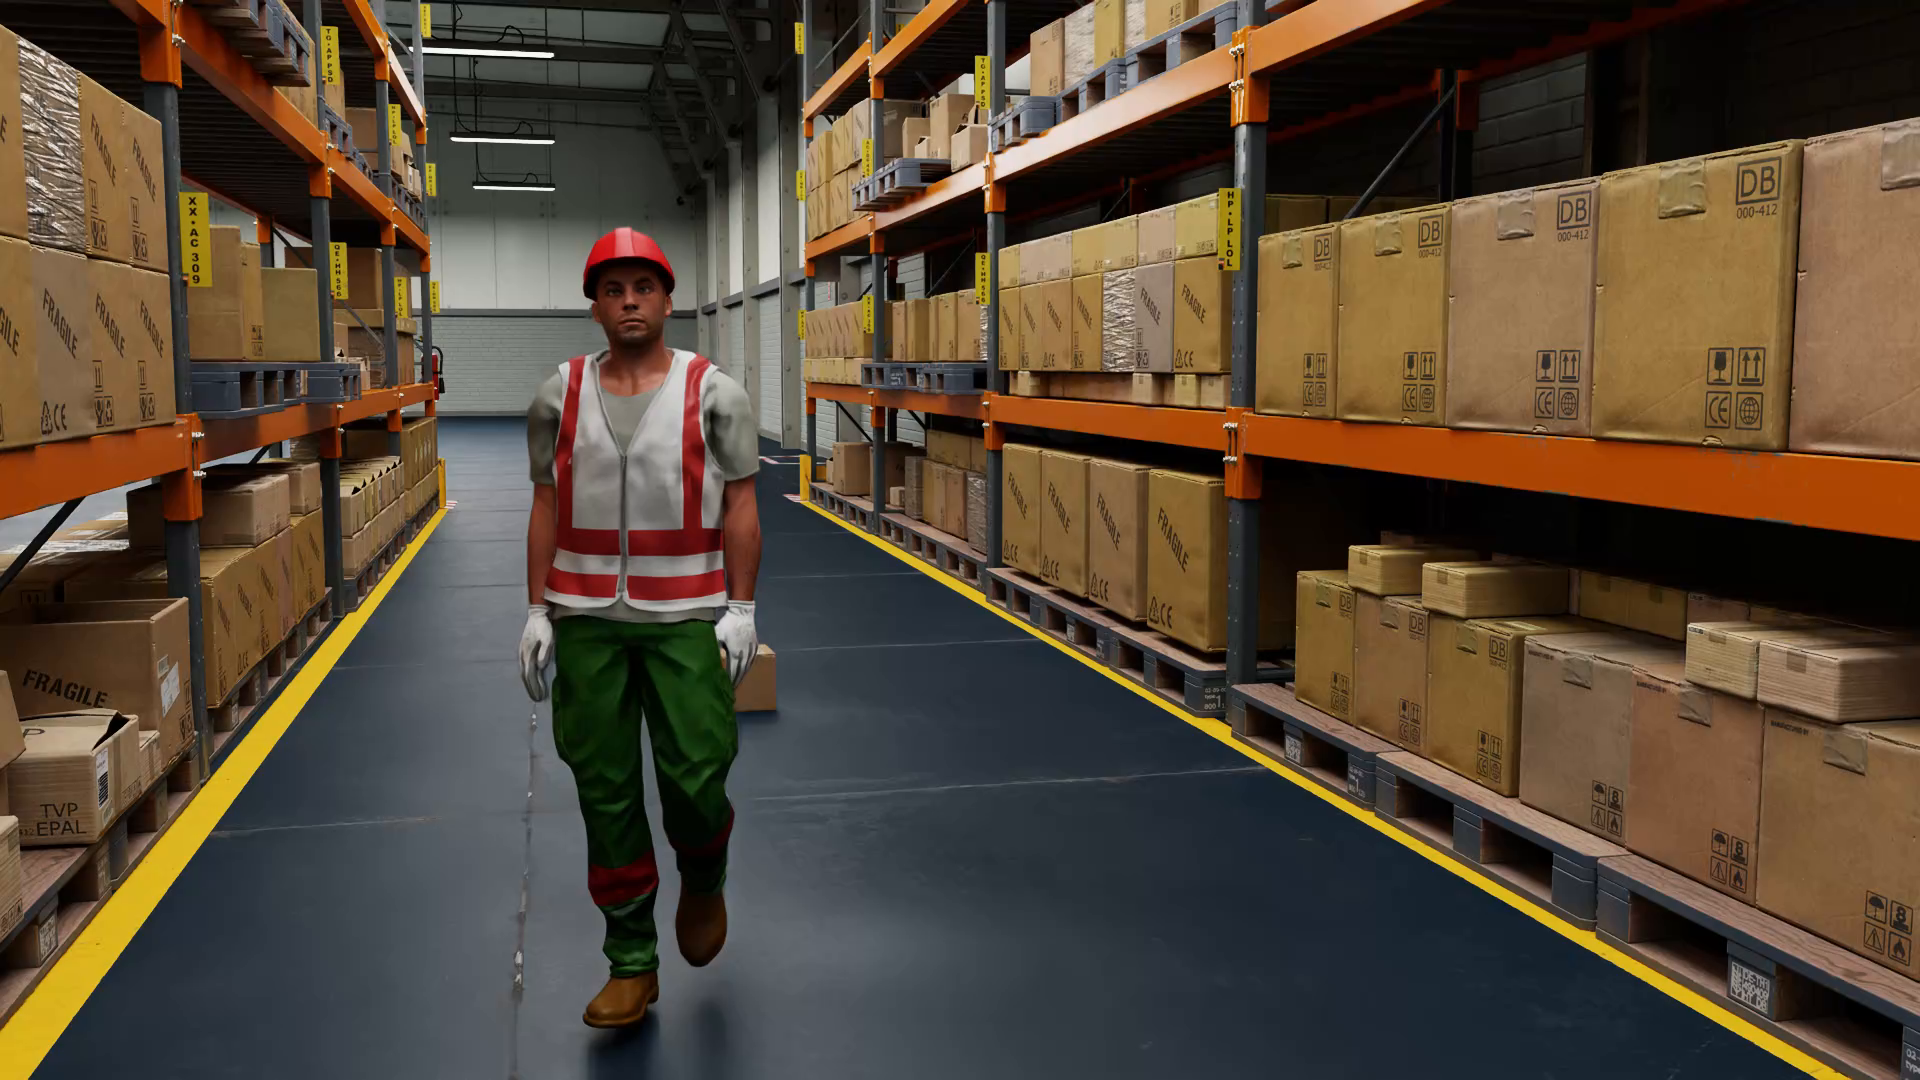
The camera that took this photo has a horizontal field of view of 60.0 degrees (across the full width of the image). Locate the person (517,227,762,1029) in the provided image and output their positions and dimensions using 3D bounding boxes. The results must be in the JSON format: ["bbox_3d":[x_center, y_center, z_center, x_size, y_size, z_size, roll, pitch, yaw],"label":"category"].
[{"bbox_3d":[-0.731,0.186,3.813,0.545,1.778,0.545,0,6,1],"label":"person"}]
